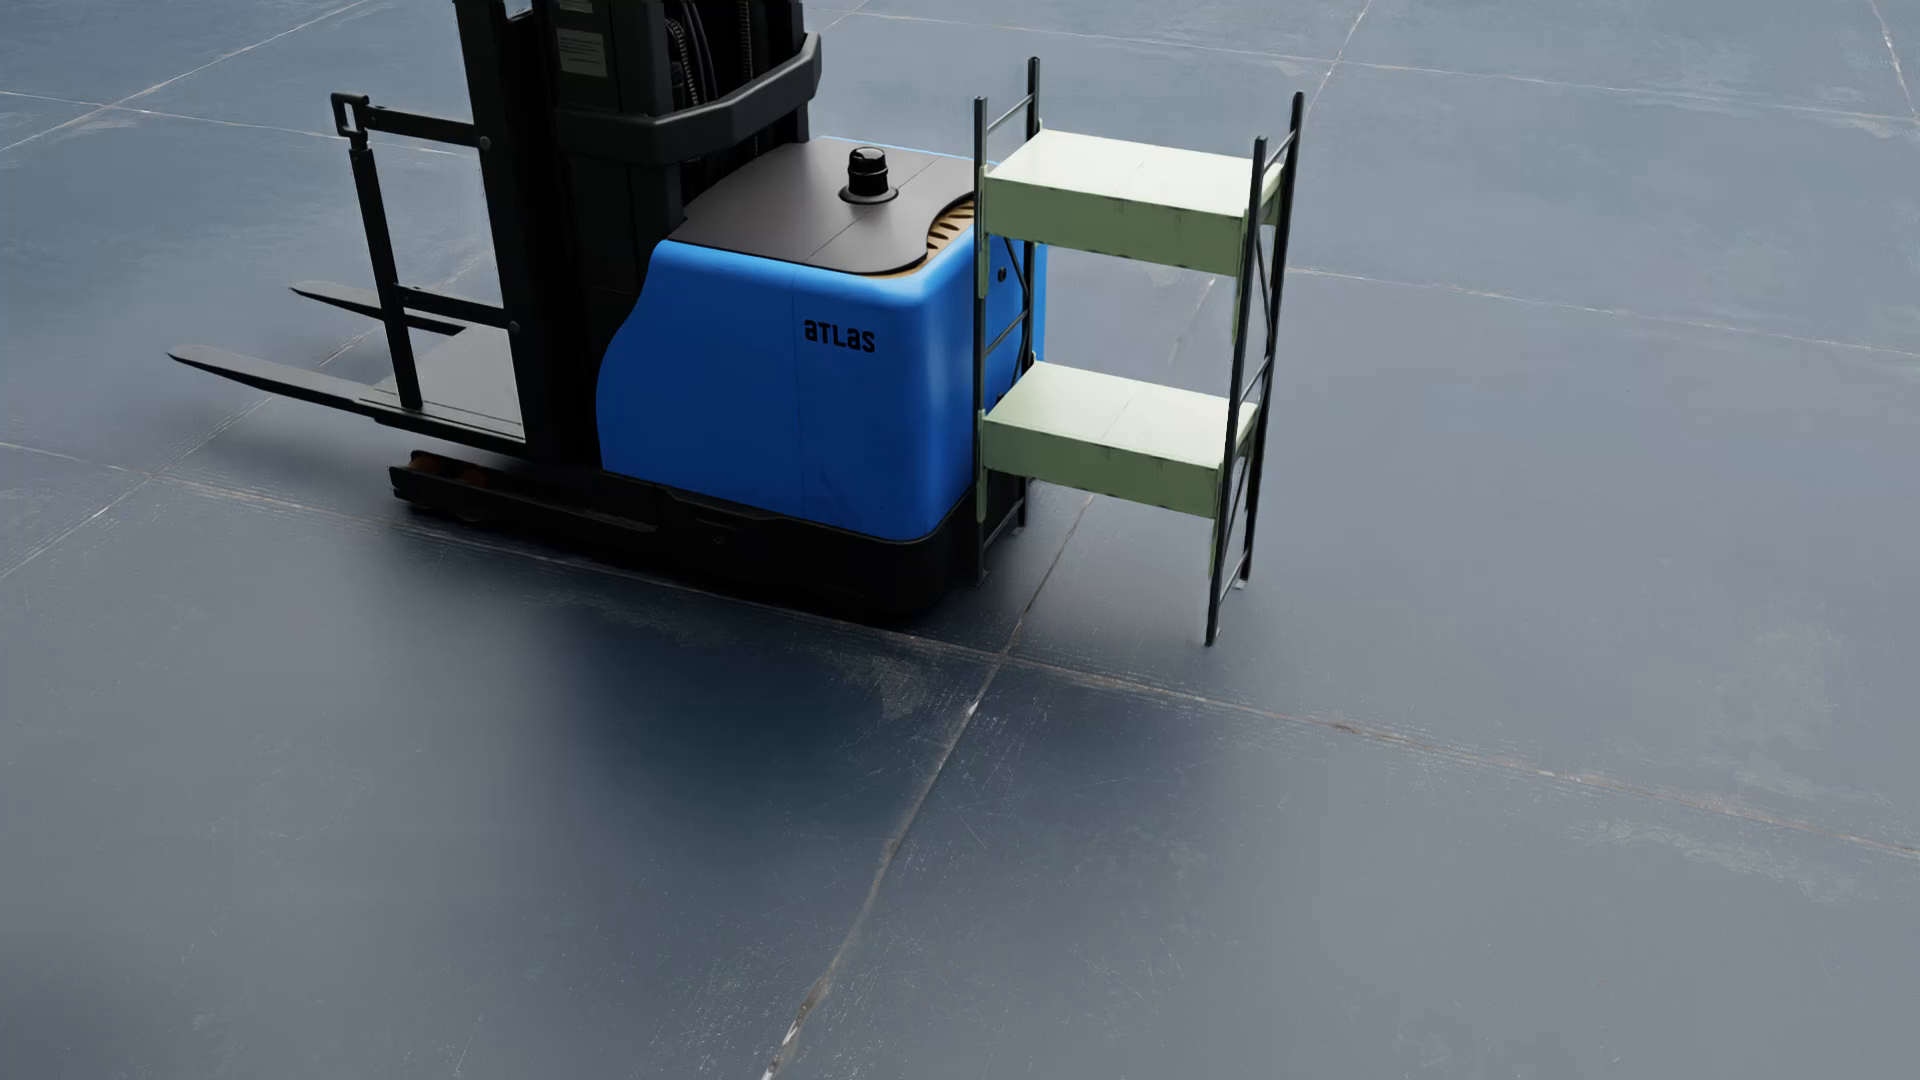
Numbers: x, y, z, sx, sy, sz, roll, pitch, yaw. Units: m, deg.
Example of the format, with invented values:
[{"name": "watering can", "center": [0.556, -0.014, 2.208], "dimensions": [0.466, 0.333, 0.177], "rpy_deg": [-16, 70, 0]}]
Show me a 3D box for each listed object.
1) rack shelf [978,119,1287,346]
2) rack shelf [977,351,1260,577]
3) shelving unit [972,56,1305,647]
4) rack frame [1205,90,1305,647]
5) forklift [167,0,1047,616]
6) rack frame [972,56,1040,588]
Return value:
[{"name": "rack shelf", "center": [0.461, -0.833, 4.438], "dimensions": [0.720, 0.370, 0.431], "rpy_deg": [14, 35, 20]}, {"name": "rack shelf", "center": [0.461, -0.231, 4.827], "dimensions": [0.720, 0.370, 0.431], "rpy_deg": [14, 35, 20]}, {"name": "shelving unit", "center": [0.461, -0.505, 4.650], "dimensions": [0.755, 1.500, 0.431], "rpy_deg": [14, 35, 20]}, {"name": "rack frame", "center": [0.795, -0.424, 4.525], "dimensions": [0.023, 1.500, 0.400], "rpy_deg": [14, 35, 20]}, {"name": "forklift", "center": [-1.280, -1.535, 4.925], "dimensions": [3.031, 2.935, 1.130], "rpy_deg": [14, 35, 20]}, {"name": "rack frame", "center": [0.127, -0.586, 4.775], "dimensions": [0.023, 1.500, 0.400], "rpy_deg": [14, 35, 20]}]
